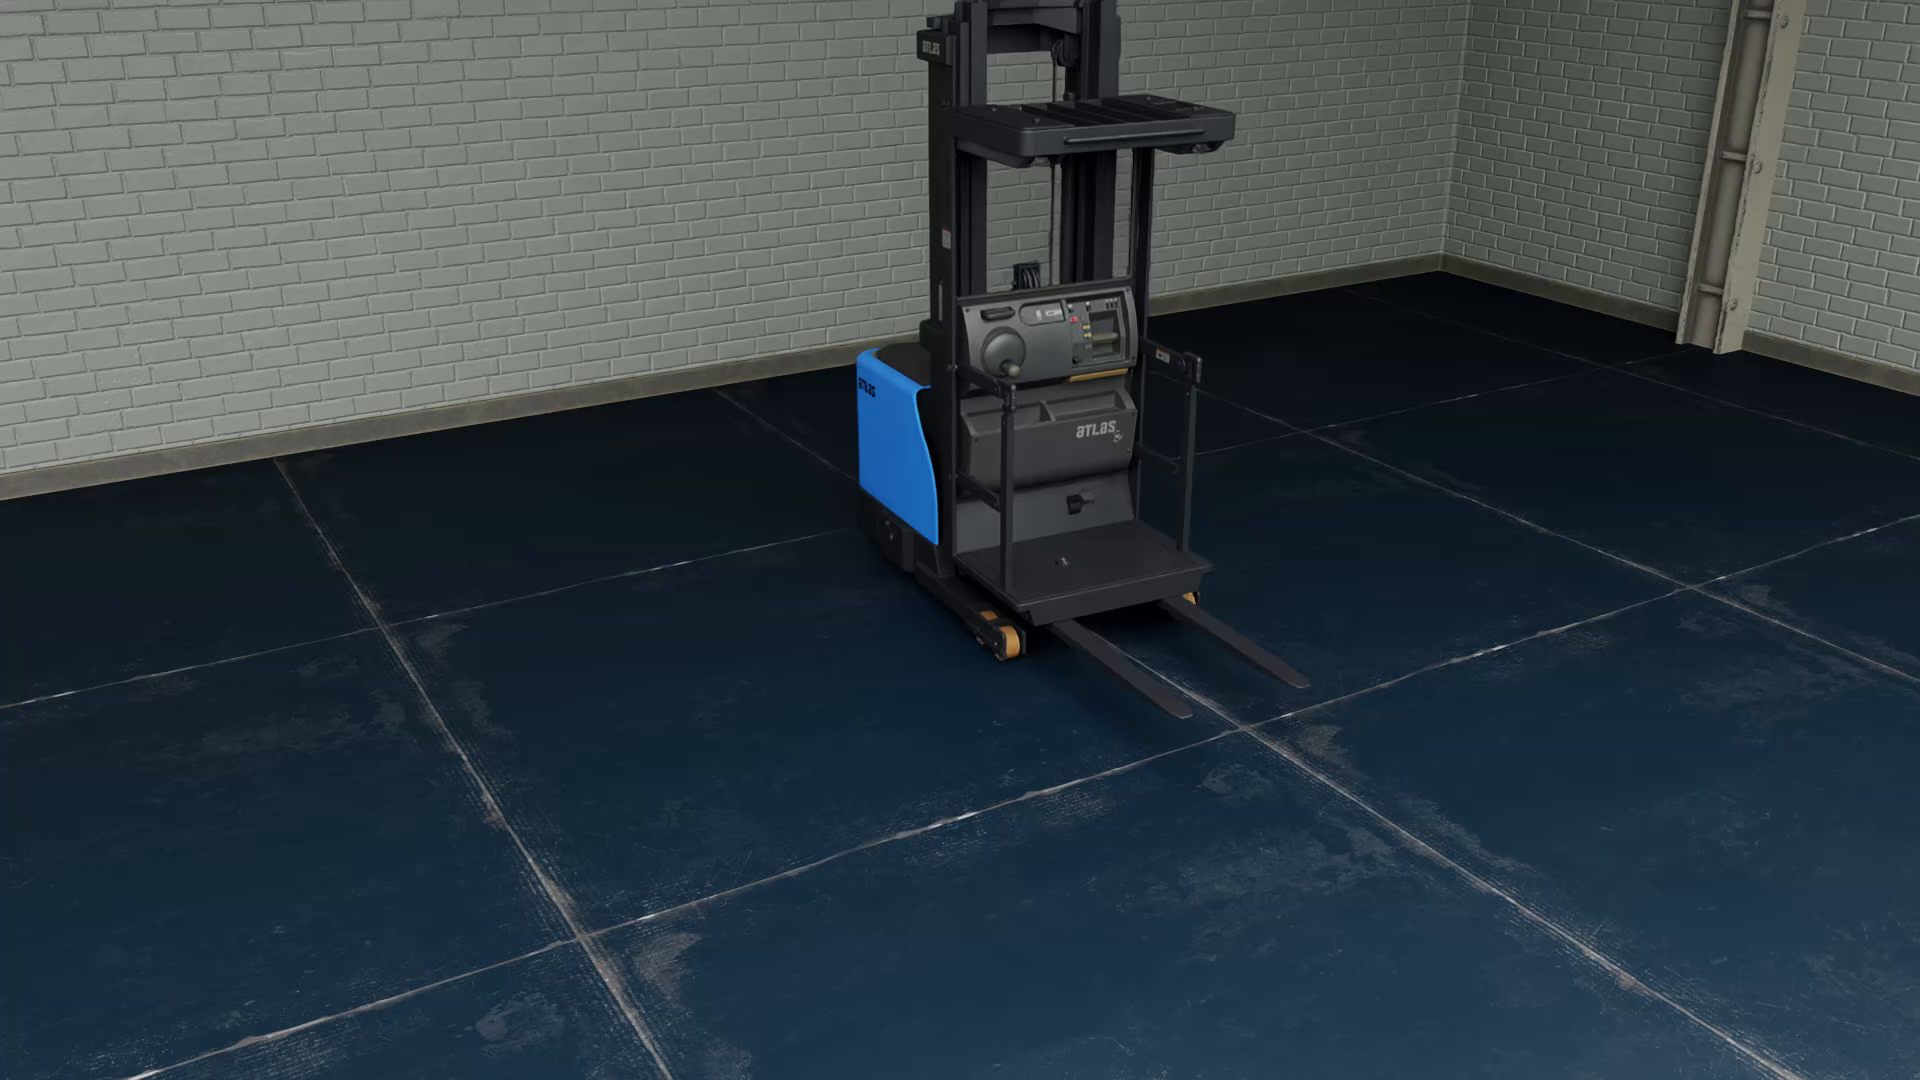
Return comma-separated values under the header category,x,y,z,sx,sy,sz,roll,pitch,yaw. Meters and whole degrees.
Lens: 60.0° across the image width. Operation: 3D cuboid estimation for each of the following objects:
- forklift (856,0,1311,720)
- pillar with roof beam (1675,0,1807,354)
category,x,y,z,sx,sy,sz,roll,pitch,yaw
forklift,0.537,-0.976,7.820,1.130,2.935,3.031,-11,24,-25
pillar with roof beam,2.183,-4.867,9.335,9.100,9.000,0.400,-13,25,-28
